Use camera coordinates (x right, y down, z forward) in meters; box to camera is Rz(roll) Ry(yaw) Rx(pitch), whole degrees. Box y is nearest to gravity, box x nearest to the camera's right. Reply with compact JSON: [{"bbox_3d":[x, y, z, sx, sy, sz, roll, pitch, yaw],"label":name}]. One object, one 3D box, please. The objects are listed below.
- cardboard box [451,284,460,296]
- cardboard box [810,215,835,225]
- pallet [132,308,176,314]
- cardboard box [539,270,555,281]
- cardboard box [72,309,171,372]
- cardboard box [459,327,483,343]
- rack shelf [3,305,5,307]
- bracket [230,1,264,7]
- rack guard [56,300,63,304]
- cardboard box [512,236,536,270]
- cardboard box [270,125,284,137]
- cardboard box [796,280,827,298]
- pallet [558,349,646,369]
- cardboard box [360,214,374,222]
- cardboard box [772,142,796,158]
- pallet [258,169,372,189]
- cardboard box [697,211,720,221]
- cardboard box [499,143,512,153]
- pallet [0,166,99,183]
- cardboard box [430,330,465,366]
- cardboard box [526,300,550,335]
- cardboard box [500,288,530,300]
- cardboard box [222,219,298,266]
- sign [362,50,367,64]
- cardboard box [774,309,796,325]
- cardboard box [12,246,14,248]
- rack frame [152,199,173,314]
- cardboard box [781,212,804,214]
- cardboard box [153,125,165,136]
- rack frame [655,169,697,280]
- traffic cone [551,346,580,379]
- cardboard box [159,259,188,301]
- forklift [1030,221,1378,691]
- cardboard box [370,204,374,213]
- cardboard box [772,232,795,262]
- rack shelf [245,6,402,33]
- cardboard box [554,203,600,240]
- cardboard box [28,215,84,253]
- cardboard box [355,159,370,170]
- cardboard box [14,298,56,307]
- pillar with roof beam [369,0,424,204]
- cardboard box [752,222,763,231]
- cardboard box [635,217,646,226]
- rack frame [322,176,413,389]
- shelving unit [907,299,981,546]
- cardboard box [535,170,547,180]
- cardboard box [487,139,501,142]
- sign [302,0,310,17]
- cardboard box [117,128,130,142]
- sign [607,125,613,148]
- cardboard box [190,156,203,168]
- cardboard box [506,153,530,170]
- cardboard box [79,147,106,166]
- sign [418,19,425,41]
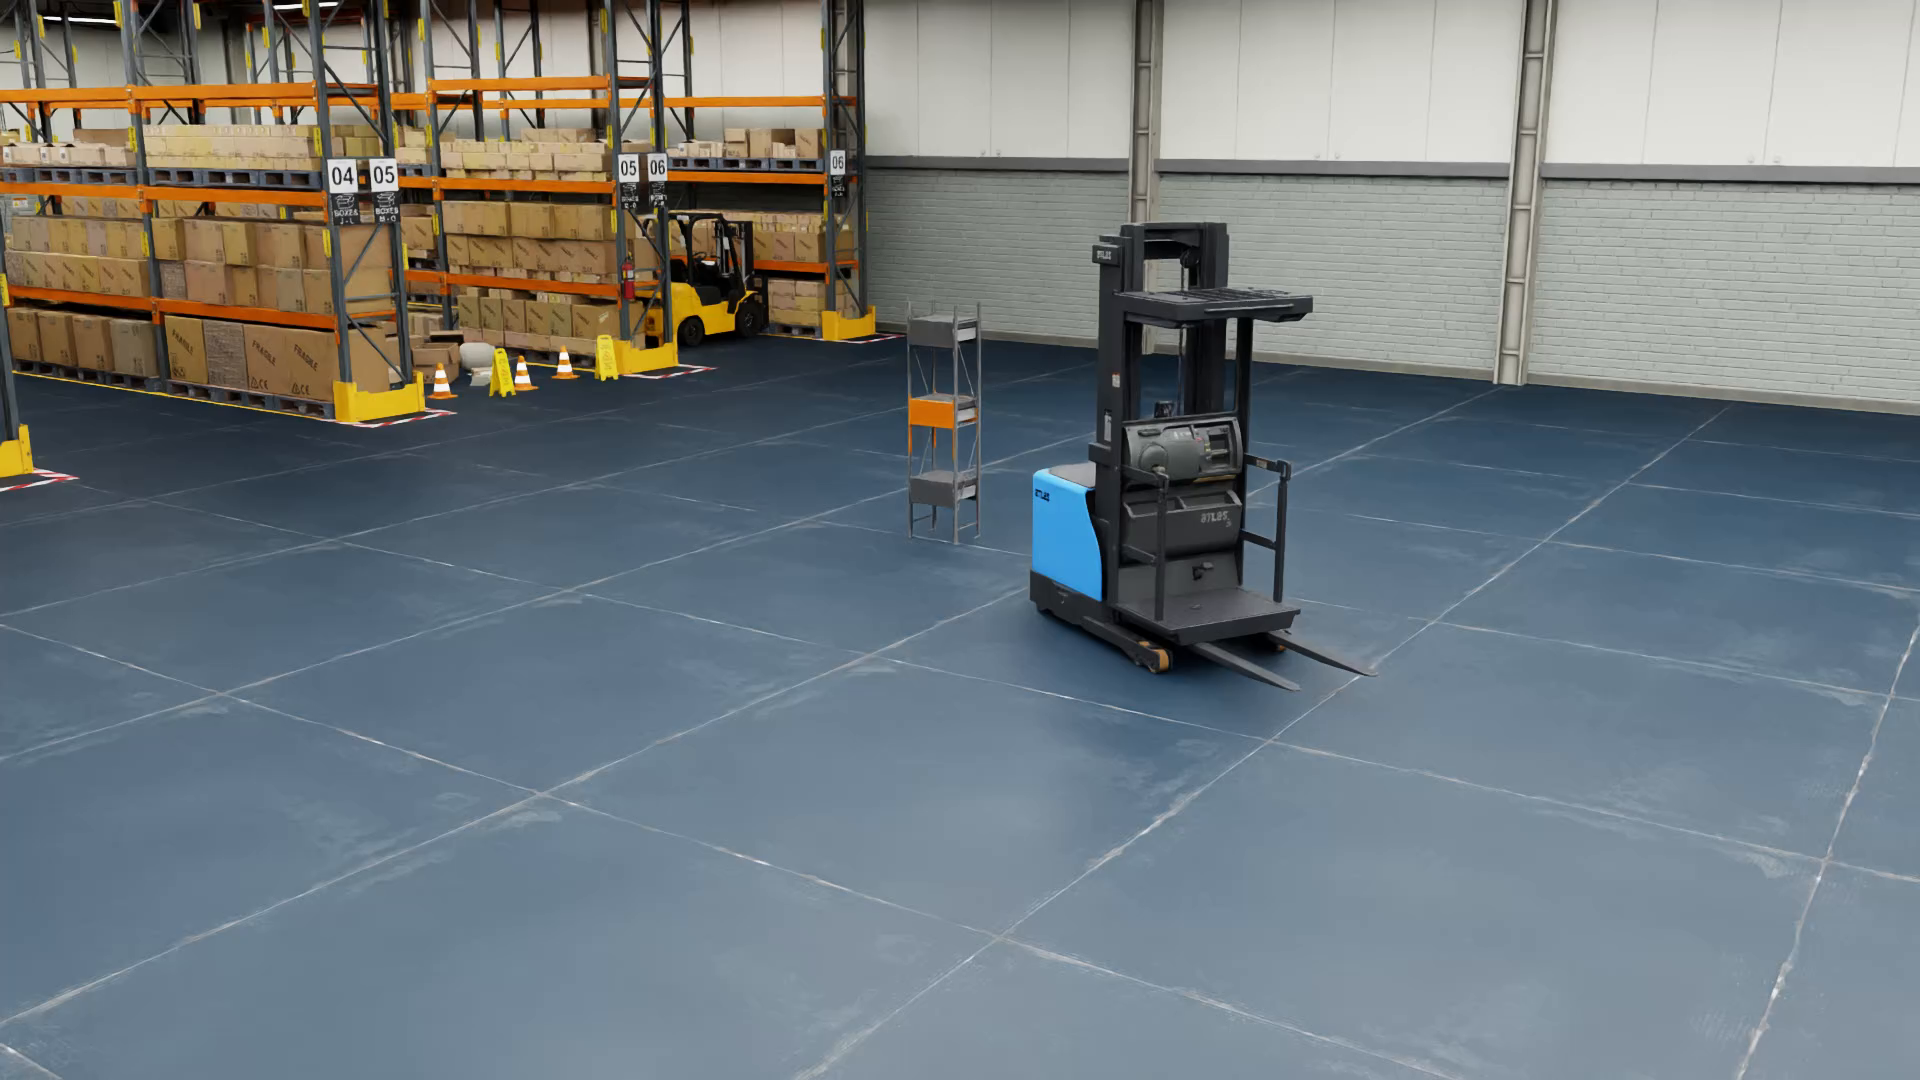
[{"bbox_3d":[-10.368,-5.327,34.427,0.500,0.500,0.500,8,16,31],"label":"cardboard box"},{"bbox_3d":[-2.387,-5.559,28.859,0.250,0.149,0.380,9,17,33],"label":"cardboard box"},{"bbox_3d":[-15.284,-4.428,32.271,1.213,0.211,1.003,9,17,33],"label":"pallet"},{"bbox_3d":[-6.269,-4.098,25.657,0.250,0.149,0.380,9,17,32],"label":"cardboard box"},{"bbox_3d":[-12.101,-2.898,24.095,0.750,0.750,1.050,9,17,33],"label":"cardboard box"},{"bbox_3d":[-7.719,-3.327,26.870,0.500,0.250,0.500,8,16,30],"label":"cardboard box"},{"bbox_3d":[-15.716,-4.046,26.422,4.000,0.370,1.077,9,17,33],"label":"rack shelf"},{"bbox_3d":[-14.684,-11.917,36.746,4.783,0.066,0.076,9,17,33],"label":"bracket"},{"bbox_3d":[-18.035,-4.990,33.941,0.348,0.500,1.175,9,17,33],"label":"rack guard"},{"bbox_3d":[-6.579,-4.473,25.823,0.500,0.500,0.500,9,17,33],"label":"cardboard box"},{"bbox_3d":[-8.306,-5.073,20.614,0.250,0.149,0.380,10,17,34],"label":"cardboard box"},{"bbox_3d":[-2.528,-4.399,29.118,0.500,0.250,0.500,10,17,35],"label":"cardboard box"},{"bbox_3d":[-5.457,-2.827,25.805,1.213,0.211,1.003,9,17,33],"label":"pallet"},{"bbox_3d":[-9.842,-5.211,27.929,0.500,0.500,0.500,8,16,31],"label":"cardboard box"},{"bbox_3d":[-3.039,-6.773,28.895,0.258,0.266,0.396,9,17,33],"label":"cardboard box"},{"bbox_3d":[-8.039,-4.565,20.962,1.213,0.211,1.003,9,17,33],"label":"pallet"},{"bbox_3d":[-4.552,-5.883,30.168,0.250,0.149,0.380,10,17,34],"label":"cardboard box"},{"bbox_3d":[-6.868,-6.041,25.606,0.250,0.149,0.380,9,16,32],"label":"cardboard box"},{"bbox_3d":[-13.492,-5.416,24.608,1.003,0.211,1.213,10,17,35],"label":"pallet"},{"bbox_3d":[-7.928,-2.964,25.751,0.500,0.500,0.500,-4,14,-16],"label":"cardboard box"},{"bbox_3d":[-6.399,-3.482,25.933,0.500,0.500,0.500,9,16,32],"label":"cardboard box"},{"bbox_3d":[-6.997,-3.873,26.165,0.250,0.149,0.380,10,17,36],"label":"cardboard box"},{"bbox_3d":[-9.113,-3.911,21.822,0.500,0.550,0.875,9,17,33],"label":"cardboard box"},{"bbox_3d":[-12.247,-9.952,34.191,0.005,0.325,0.100,9,17,33],"label":"sign"},{"bbox_3d":[-2.946,-3.983,29.517,0.500,0.250,0.500,9,17,33],"label":"cardboard box"},{"bbox_3d":[-14.345,-4.458,25.620,0.250,0.149,0.380,10,17,35],"label":"cardboard box"},{"bbox_3d":[-14.696,-5.664,31.461,0.127,3.000,1.000,9,17,33],"label":"rack frame"},{"bbox_3d":[-2.986,-5.781,29.758,0.250,0.149,0.380,10,17,35],"label":"cardboard box"},{"bbox_3d":[-10.412,-5.413,21.988,0.250,0.149,0.380,9,17,32],"label":"cardboard box"},{"bbox_3d":[-5.291,-5.581,31.127,0.127,3.000,1.000,9,17,33],"label":"rack frame"},{"bbox_3d":[-5.816,-2.624,24.459,0.334,0.463,0.336,9,17,33],"label":"traffic cone"},{"bbox_3d":[-10.424,-3.616,22.877,0.550,0.550,0.875,9,17,33],"label":"cardboard box"},{"bbox_3d":[1.651,-0.646,11.332,1.130,2.935,3.031,-7,16,-26],"label":"forklift"},{"bbox_3d":[-9.862,-5.676,28.459,0.250,0.149,0.380,8,16,30],"label":"cardboard box"},{"bbox_3d":[-2.952,-5.178,29.292,0.500,0.500,0.500,10,17,35],"label":"cardboard box"},{"bbox_3d":[-13.589,-11.098,35.511,4.000,0.370,1.077,9,17,33],"label":"rack shelf"},{"bbox_3d":[-5.701,-4.827,25.173,0.500,0.500,0.700,9,17,33],"label":"cardboard box"},{"bbox_3d":[-13.269,-4.531,24.596,0.500,0.500,0.700,9,16,32],"label":"cardboard box"},{"bbox_3d":[-7.523,-4.750,20.970,0.250,0.149,0.380,9,17,33],"label":"cardboard box"},{"bbox_3d":[-14.493,-3.622,25.981,0.500,0.250,0.500,8,16,30],"label":"cardboard box"},{"bbox_3d":[-14.407,-8.981,32.376,0.548,9.000,9.100,9,17,33],"label":"pillar with roof beam"},{"bbox_3d":[-3.494,-5.566,29.508,0.250,0.149,0.380,9,17,33],"label":"cardboard box"},{"bbox_3d":[-5.923,-5.977,31.169,0.250,0.149,0.380,9,16,32],"label":"cardboard box"},{"bbox_3d":[-7.418,-3.054,20.918,0.127,3.000,1.000,9,17,33],"label":"rack frame"},{"bbox_3d":[-0.137,-1.041,14.661,0.503,2.100,0.431,9,17,33],"label":"shelving unit"},{"bbox_3d":[-6.238,-5.558,25.314,0.250,0.149,0.380,9,16,31],"label":"cardboard box"},{"bbox_3d":[-9.220,-7.882,33.044,0.250,0.149,0.380,9,16,31],"label":"cardboard box"},{"bbox_3d":[-7.733,-6.352,19.646,0.005,0.325,0.100,9,17,33],"label":"sign"},{"bbox_3d":[-15.833,-7.597,31.730,0.637,0.503,0.797,11,18,37],"label":"cardboard box"},{"bbox_3d":[-5.065,-5.832,24.057,0.005,0.325,0.100,9,17,33],"label":"sign"},{"bbox_3d":[-9.779,-4.924,21.672,0.250,0.149,0.380,9,16,32],"label":"cardboard box"},{"bbox_3d":[-6.584,-5.801,25.464,0.500,0.250,0.500,9,17,33],"label":"cardboard box"},{"bbox_3d":[-11.884,-5.348,23.172,0.500,0.250,0.500,9,17,32],"label":"cardboard box"},{"bbox_3d":[-8.363,-7.922,25.825,0.005,0.325,0.100,9,17,33],"label":"sign"}]
